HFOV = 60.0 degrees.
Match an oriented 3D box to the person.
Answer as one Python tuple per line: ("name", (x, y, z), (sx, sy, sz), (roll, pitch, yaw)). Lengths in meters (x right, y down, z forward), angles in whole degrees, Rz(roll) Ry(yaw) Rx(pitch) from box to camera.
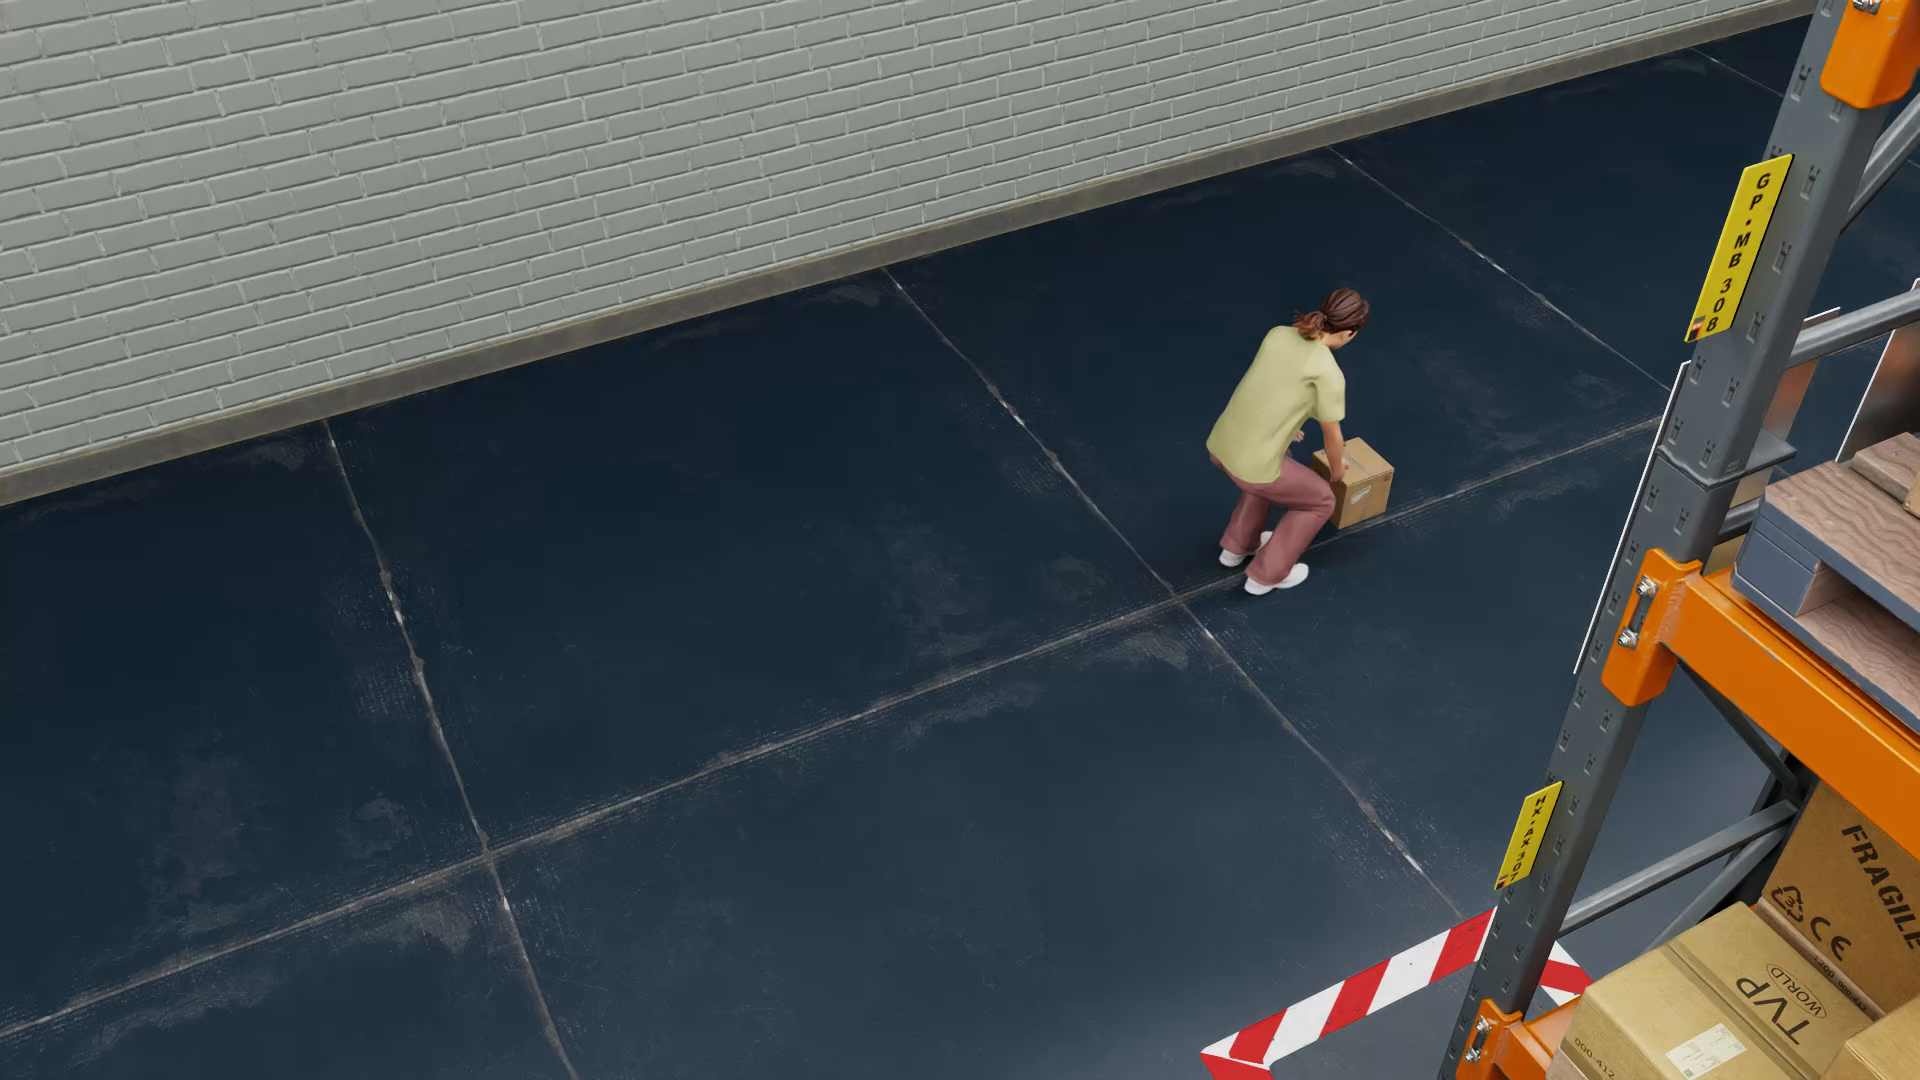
("person", (1.323, -0.403, 6.879), (0.665, 1.335, 0.511), (-19, 45, -20))
